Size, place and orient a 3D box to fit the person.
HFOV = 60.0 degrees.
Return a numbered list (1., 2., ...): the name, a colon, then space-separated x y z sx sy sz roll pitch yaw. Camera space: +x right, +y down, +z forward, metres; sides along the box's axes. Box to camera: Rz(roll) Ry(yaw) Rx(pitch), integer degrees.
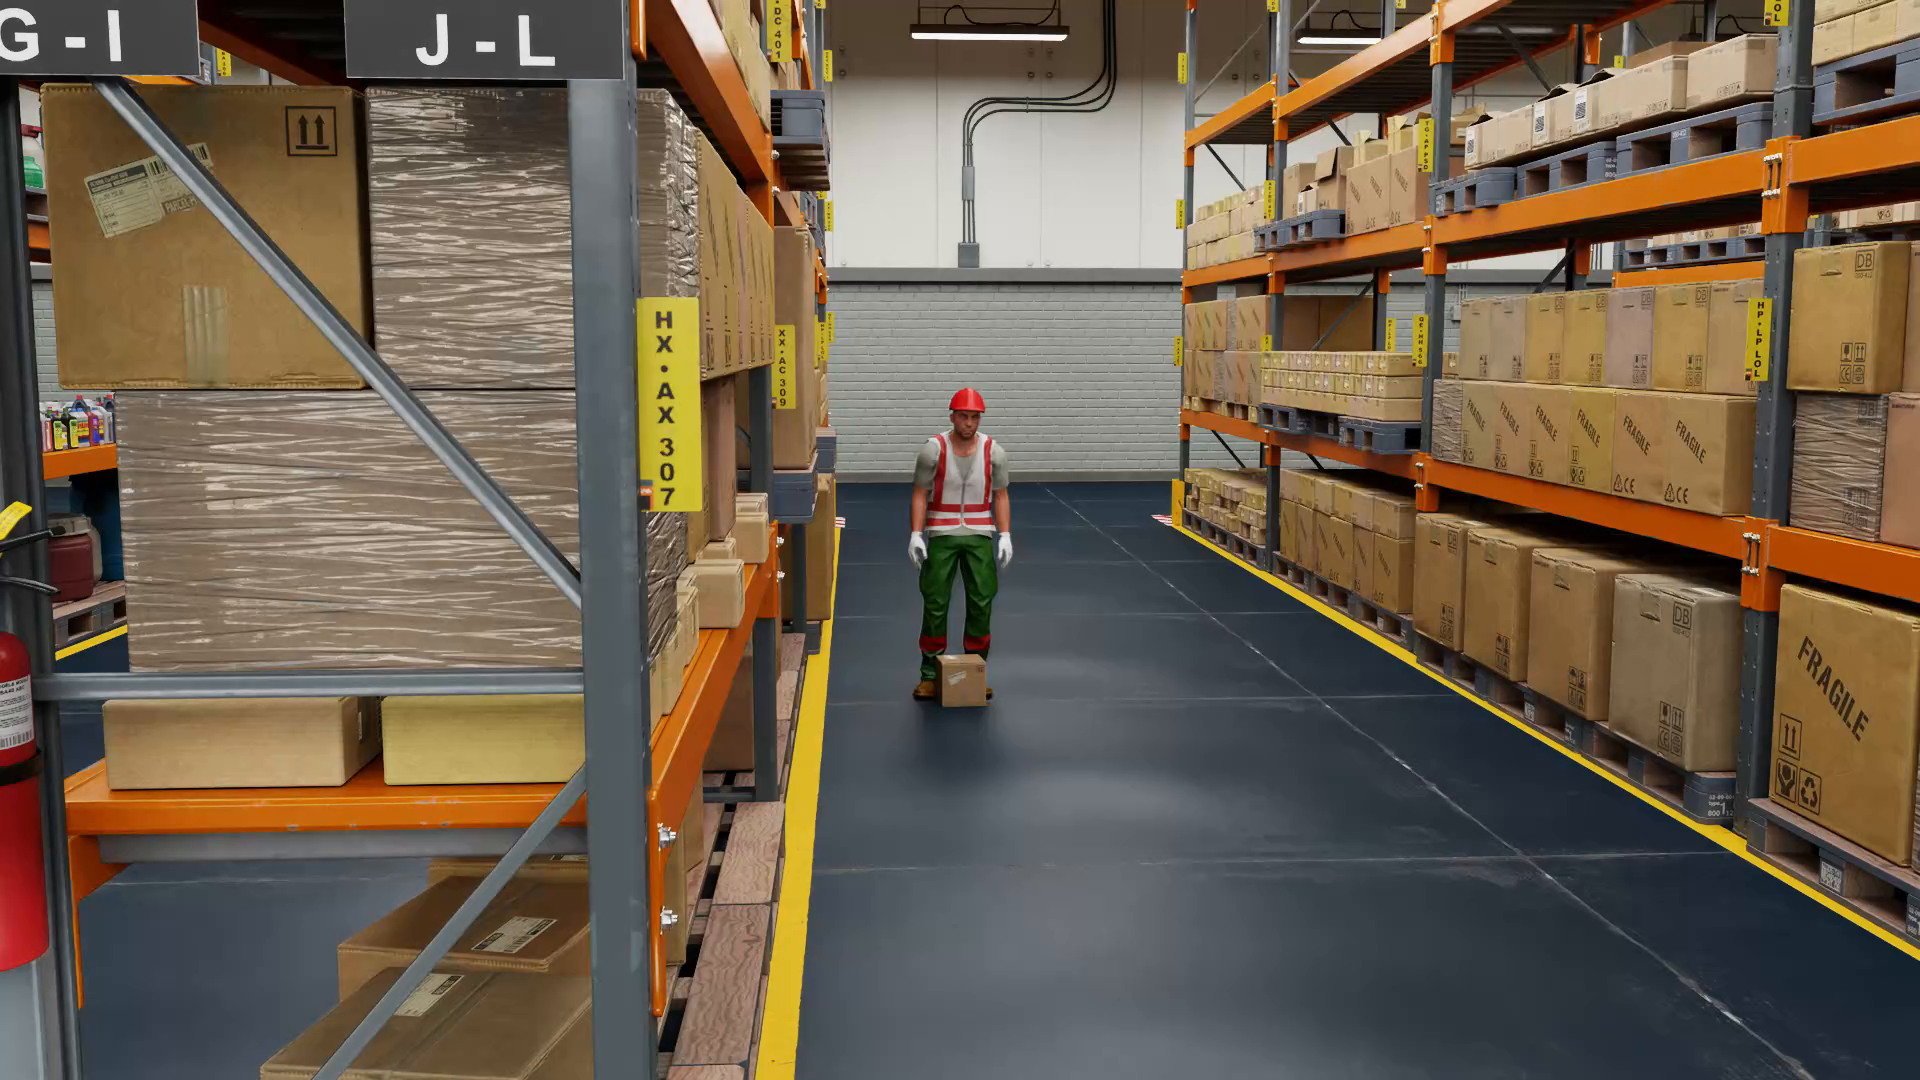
1. person: 0.005 0.013 9.571 0.614 1.778 0.452 -1 7 -7
